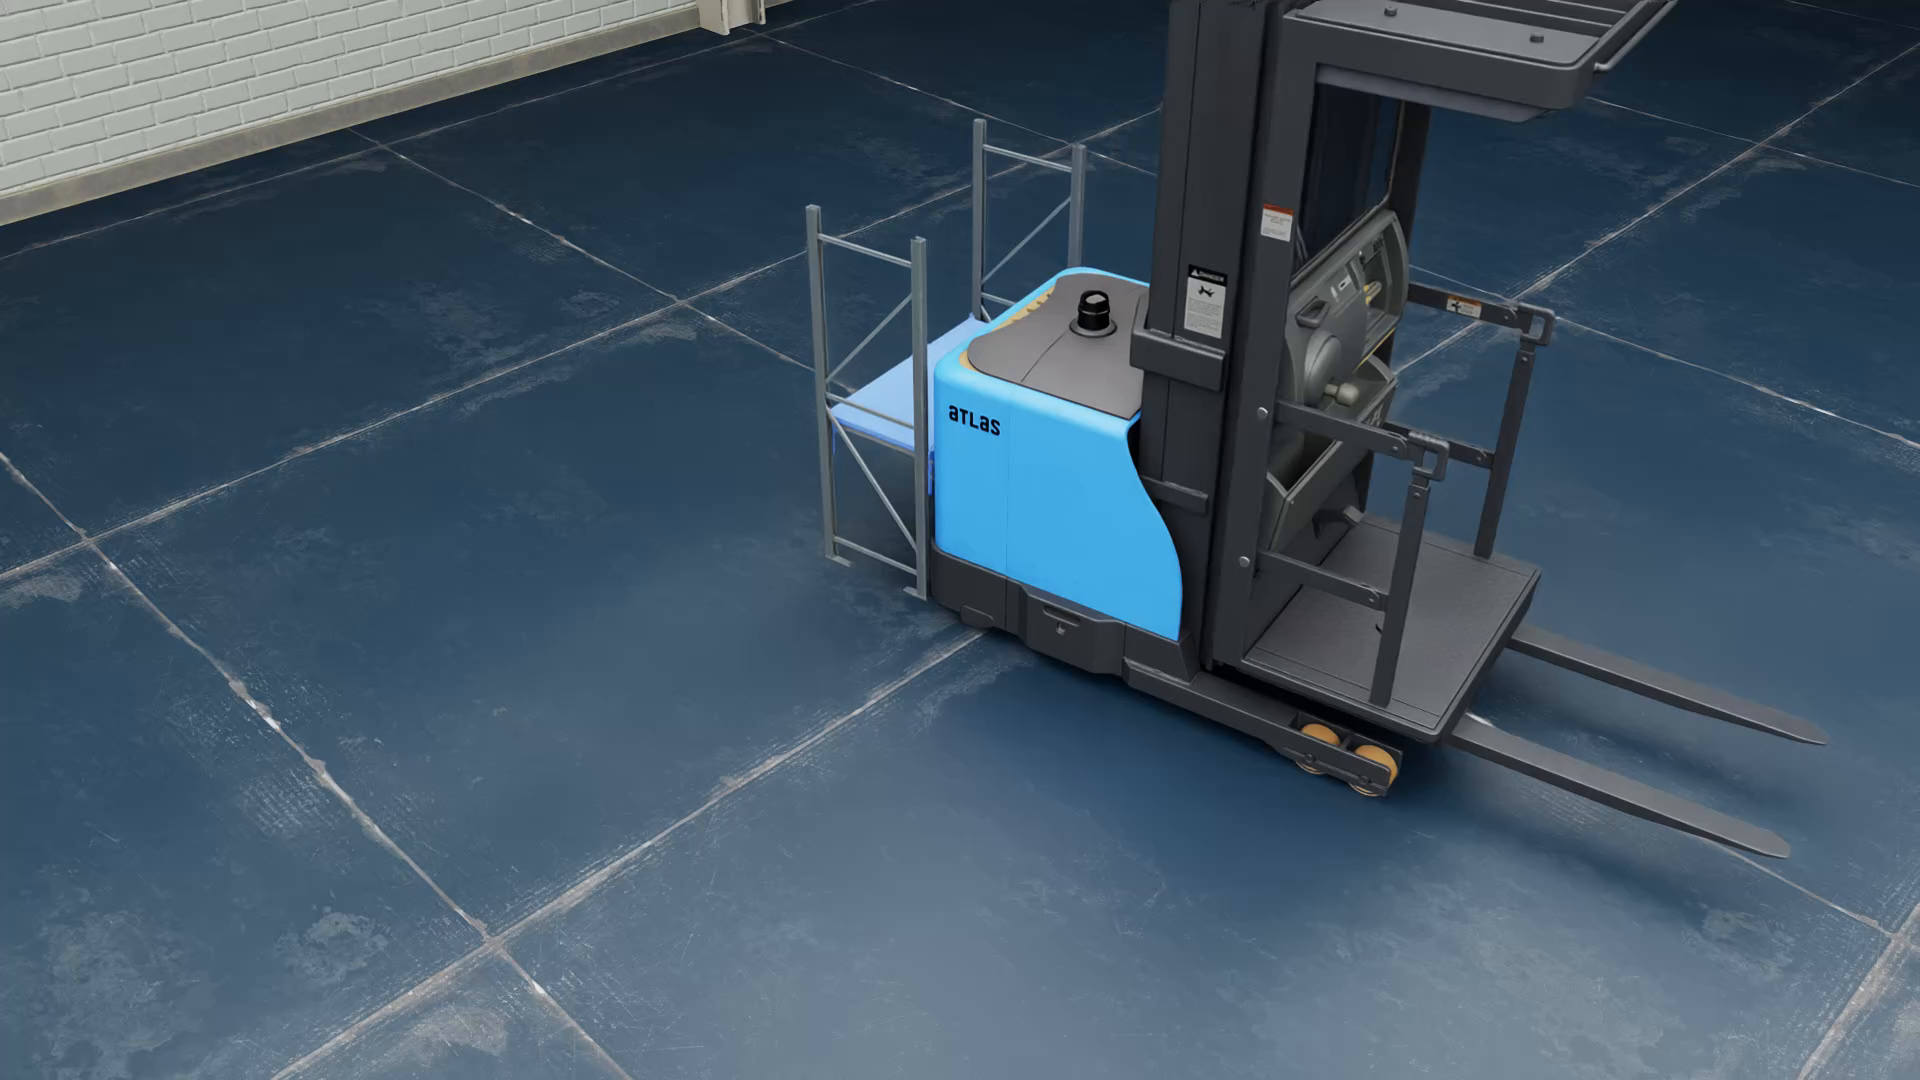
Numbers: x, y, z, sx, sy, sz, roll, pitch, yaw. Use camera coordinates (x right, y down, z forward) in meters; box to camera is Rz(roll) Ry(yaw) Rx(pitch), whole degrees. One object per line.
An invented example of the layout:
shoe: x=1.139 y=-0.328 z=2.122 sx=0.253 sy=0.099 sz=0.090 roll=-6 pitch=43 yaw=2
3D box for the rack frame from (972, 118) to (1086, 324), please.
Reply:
rack frame: x=0.263 y=-0.943 z=6.790 sx=0.500 sy=1.500 sz=0.032 roll=22 pitch=41 yaw=28

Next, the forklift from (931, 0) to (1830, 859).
forklift: x=1.404 y=-0.700 z=5.191 sx=3.031 sy=2.935 sz=1.130 roll=21 pitch=40 yaw=27

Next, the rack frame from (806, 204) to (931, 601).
rack frame: x=-0.326 y=-0.469 z=6.111 sx=0.500 sy=1.500 sz=0.032 roll=22 pitch=41 yaw=28

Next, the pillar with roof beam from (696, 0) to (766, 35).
pillar with roof beam: x=1.389 y=-5.725 z=7.093 sx=9.100 sy=9.000 sz=0.400 roll=30 pitch=45 yaw=35

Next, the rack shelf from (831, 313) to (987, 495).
rack shelf: x=-0.031 y=-0.558 z=6.553 sx=0.538 sy=0.185 sz=1.000 roll=22 pitch=41 yaw=28

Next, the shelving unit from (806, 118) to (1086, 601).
shelving unit: x=-0.031 y=-0.706 z=6.451 sx=0.538 sy=1.500 sz=1.048 roll=22 pitch=41 yaw=28
